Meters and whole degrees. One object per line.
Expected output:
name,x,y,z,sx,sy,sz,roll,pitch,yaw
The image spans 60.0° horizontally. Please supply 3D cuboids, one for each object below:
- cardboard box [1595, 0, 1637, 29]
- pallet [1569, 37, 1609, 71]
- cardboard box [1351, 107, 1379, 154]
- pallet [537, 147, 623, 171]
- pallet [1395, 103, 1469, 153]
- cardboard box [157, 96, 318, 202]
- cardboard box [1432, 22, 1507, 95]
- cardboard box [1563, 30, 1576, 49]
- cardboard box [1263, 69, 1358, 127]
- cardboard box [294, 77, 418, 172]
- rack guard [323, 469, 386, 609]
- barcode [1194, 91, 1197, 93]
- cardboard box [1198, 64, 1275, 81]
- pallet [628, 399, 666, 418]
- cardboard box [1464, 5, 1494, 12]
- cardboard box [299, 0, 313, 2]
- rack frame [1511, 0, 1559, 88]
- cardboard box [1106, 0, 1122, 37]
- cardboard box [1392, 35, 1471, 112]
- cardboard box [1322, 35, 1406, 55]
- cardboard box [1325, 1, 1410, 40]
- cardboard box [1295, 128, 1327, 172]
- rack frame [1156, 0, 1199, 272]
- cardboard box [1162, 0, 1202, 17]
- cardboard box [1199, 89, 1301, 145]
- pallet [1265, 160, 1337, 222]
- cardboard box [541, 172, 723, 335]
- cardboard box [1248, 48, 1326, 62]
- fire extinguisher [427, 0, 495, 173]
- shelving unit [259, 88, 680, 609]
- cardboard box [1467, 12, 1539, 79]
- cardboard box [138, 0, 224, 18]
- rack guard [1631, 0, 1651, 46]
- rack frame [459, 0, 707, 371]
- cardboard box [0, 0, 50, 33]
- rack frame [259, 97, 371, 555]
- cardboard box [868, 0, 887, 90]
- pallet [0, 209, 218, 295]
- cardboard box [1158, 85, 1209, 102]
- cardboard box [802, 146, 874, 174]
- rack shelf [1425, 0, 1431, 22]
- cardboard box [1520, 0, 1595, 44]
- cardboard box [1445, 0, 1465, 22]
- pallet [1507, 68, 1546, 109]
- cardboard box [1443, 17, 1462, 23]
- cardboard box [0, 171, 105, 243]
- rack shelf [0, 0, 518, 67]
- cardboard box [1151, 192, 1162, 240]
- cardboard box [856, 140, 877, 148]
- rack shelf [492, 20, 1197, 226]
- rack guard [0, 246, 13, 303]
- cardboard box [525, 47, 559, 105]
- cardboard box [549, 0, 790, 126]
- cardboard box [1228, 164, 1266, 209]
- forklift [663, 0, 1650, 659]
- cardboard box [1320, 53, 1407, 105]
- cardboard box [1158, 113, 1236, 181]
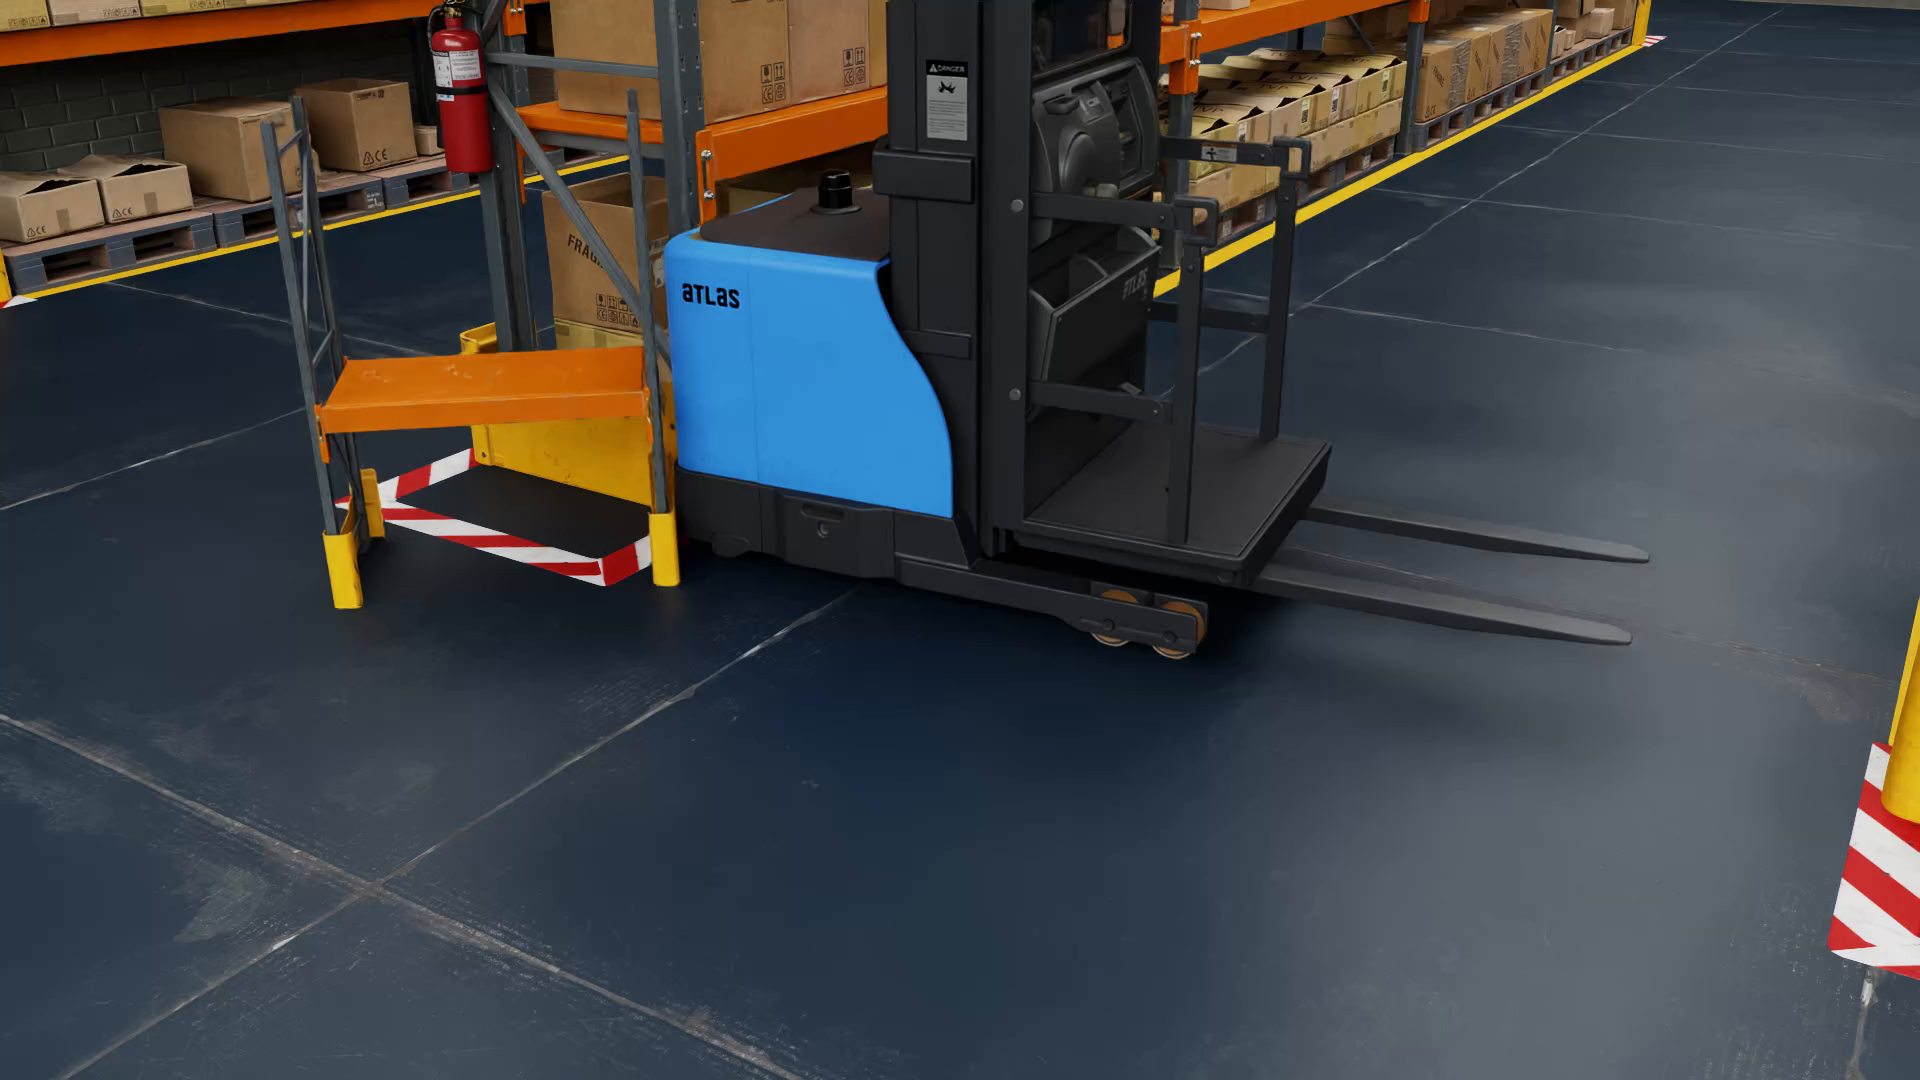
cardboard box,7.047,-5.852,18.084,0.500,0.500,0.500,14,27,29
pallet,6.021,-5.047,17.143,1.003,0.211,1.213,14,27,29
cardboard box,2.566,-2.859,11.512,0.500,0.250,0.500,14,27,28
pallet,-3.006,-3.002,12.419,1.003,0.211,1.213,14,27,29
pallet,3.331,-3.296,13.099,1.003,0.211,1.213,14,27,29
cardboard box,-4.354,-2.368,10.036,0.700,0.500,0.500,12,26,26
cardboard box,4.199,-4.004,13.816,0.500,0.500,0.500,13,27,27
cardboard box,5.868,-4.974,16.477,0.380,0.166,0.250,14,27,29
cardboard box,2.301,-2.945,11.004,0.500,0.311,0.500,14,27,29
cardboard box,-3.929,-2.715,10.838,0.500,0.500,0.500,12,26,25
rack guard,-1.985,-0.012,5.463,0.087,0.250,0.587,-4,24,-9
barcode,1.283,-2.476,9.078,0.001,0.075,0.075,14,27,29
cardboard box,1.838,-3.054,11.256,0.500,0.311,0.500,13,27,28
pallet,-0.947,-0.619,6.914,1.003,0.211,1.213,14,27,29
cardboard box,4.553,-4.625,15.249,0.500,0.500,0.500,13,26,27
cardboard box,-3.930,-3.396,9.983,0.500,0.250,0.500,14,27,29
rack frame,5.015,-5.682,15.099,1.000,3.000,0.127,14,27,29
cardboard box,0.566,-2.877,8.493,0.700,0.500,0.500,13,27,28
cardboard box,3.659,-3.658,13.018,0.500,0.500,0.500,13,27,27
cardboard box,3.199,-3.752,13.233,0.500,0.500,0.500,15,28,31
cardboard box,3.225,-4.116,13.130,0.500,0.250,0.500,15,28,31
cardboard box,2.029,-2.516,10.719,0.500,0.250,0.500,14,27,30
rack frame,0.795,-2.982,8.862,1.000,3.000,0.127,14,27,29
cardboard box,1.018,-3.088,9.297,0.500,0.250,0.500,16,28,32
cardboard box,1.765,-2.600,10.207,0.500,0.311,0.500,13,27,27
pallet,1.793,-2.372,10.965,1.003,0.211,1.213,14,27,29
cardboard box,-1.285,-1.150,6.620,0.500,0.500,0.500,14,27,29
cardboard box,2.379,-3.405,12.066,0.500,0.311,0.500,15,28,31
fire extinguisher,-1.772,-1.654,5.892,0.296,0.674,0.183,14,27,29
shelving unit,-1.494,-0.620,5.295,1.083,1.500,0.587,-4,24,-9
cardboard box,4.730,-4.345,14.604,0.500,0.500,0.500,14,27,29
cardboard box,-4.463,-3.056,9.197,0.500,0.250,0.500,13,27,28
rack guard,7.085,-5.859,18.655,1.175,0.500,0.348,14,27,29
rack frame,-1.315,-1.632,5.744,1.000,3.000,0.127,14,27,29
cardboard box,-4.998,-2.707,8.391,0.500,0.250,0.500,13,27,27
rack frame,-2.004,-0.584,5.212,0.032,1.500,0.500,-4,24,-9
cardboard box,-0.518,-2.177,6.878,0.700,0.500,0.500,14,27,29
pallet,-5.027,-1.681,9.368,1.003,0.211,1.213,14,27,29
cardboard box,1.299,-2.712,10.465,0.500,0.311,0.500,14,27,29
cardboard box,-0.328,-1.382,7.155,0.500,0.500,0.500,14,27,29
rack shelf,3.960,-4.677,13.683,1.077,0.370,4.000,14,27,29
cardboard box,6.002,-5.373,16.975,0.797,0.503,0.637,14,27,29
cardboard box,4.025,-4.631,14.321,0.500,0.250,0.500,14,27,29
pallet,4.618,-4.120,15.001,1.003,0.211,1.213,14,27,29
cardboard box,4.011,-4.275,14.442,0.500,0.500,0.500,14,27,30
cardboard box,-5.084,-1.851,9.081,0.500,0.311,0.500,11,26,23
rack shelf,-4.470,-3.014,9.841,1.077,0.370,4.000,14,27,29
cardboard box,0.736,-1.710,8.858,0.500,0.250,0.500,14,27,29
cardboard box,-0.505,-1.659,7.796,0.500,0.500,0.500,14,27,29
rack shelf,-0.260,-1.977,7.446,1.077,0.370,4.000,14,27,29
rack guard,-5.485,-1.547,8.695,1.175,0.500,0.348,14,27,29
cardboard box,-3.041,-3.325,12.248,0.700,0.500,0.500,15,28,31
cardboard box,-1.058,-1.833,6.082,0.700,0.500,0.500,14,27,29
cardboard box,1.489,-2.169,9.918,0.500,0.250,0.500,15,27,30
forklift,0.600,-1.233,4.909,3.031,2.935,1.130,11,26,23
cardboard box,2.838,-3.292,11.805,0.500,0.311,0.500,15,27,30
cardboard box,1.225,-2.257,9.415,0.500,0.311,0.500,14,27,29
